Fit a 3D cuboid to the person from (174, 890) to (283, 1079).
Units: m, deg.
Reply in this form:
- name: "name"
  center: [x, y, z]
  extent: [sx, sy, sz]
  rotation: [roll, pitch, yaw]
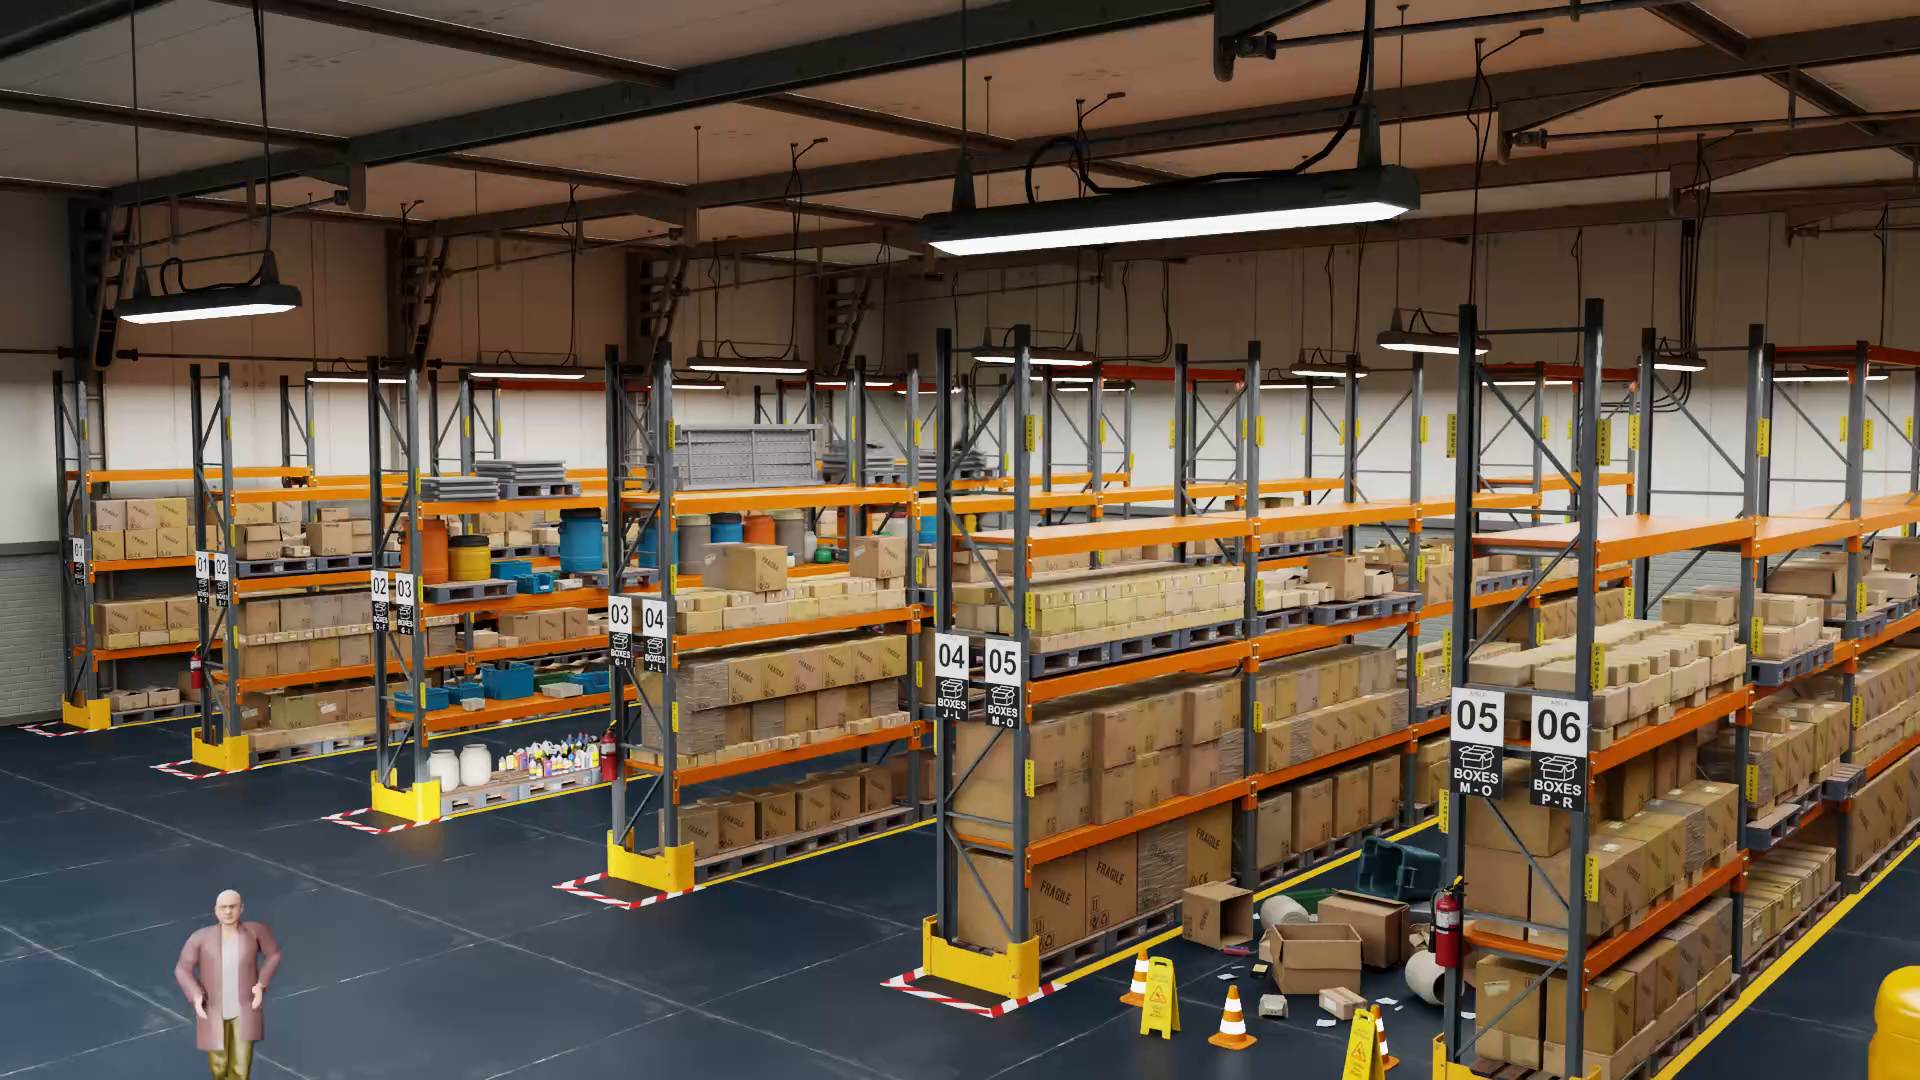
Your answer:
- name: "person"
  center: [-5.304, 3.412, 12.099]
  extent: [0.726, 1.745, 0.865]
  rotation: [-2, 5, -25]
